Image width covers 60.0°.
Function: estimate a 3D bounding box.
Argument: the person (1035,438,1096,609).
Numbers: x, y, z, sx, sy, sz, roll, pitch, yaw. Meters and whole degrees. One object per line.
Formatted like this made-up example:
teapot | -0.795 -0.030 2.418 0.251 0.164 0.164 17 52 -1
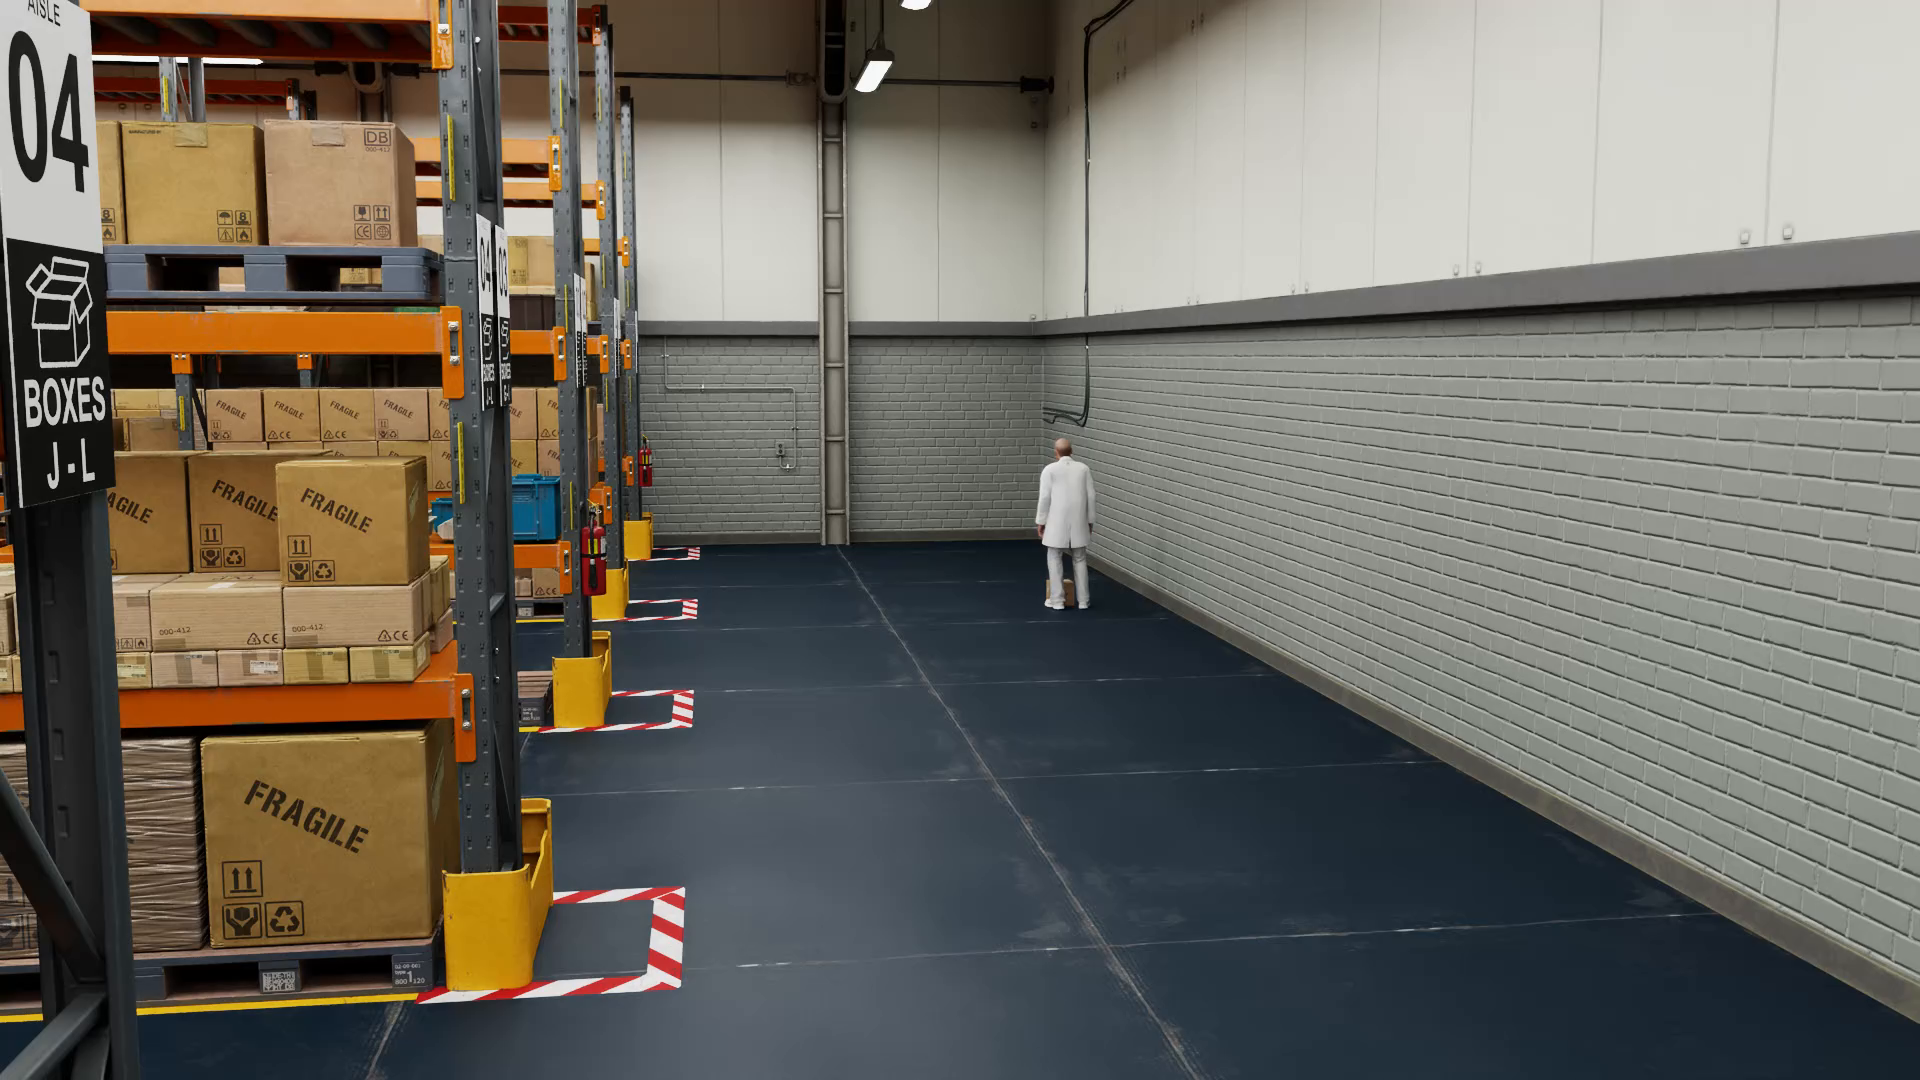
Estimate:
person | 1.099 -0.170 17.315 0.649 1.772 0.429 -1 6 -12
